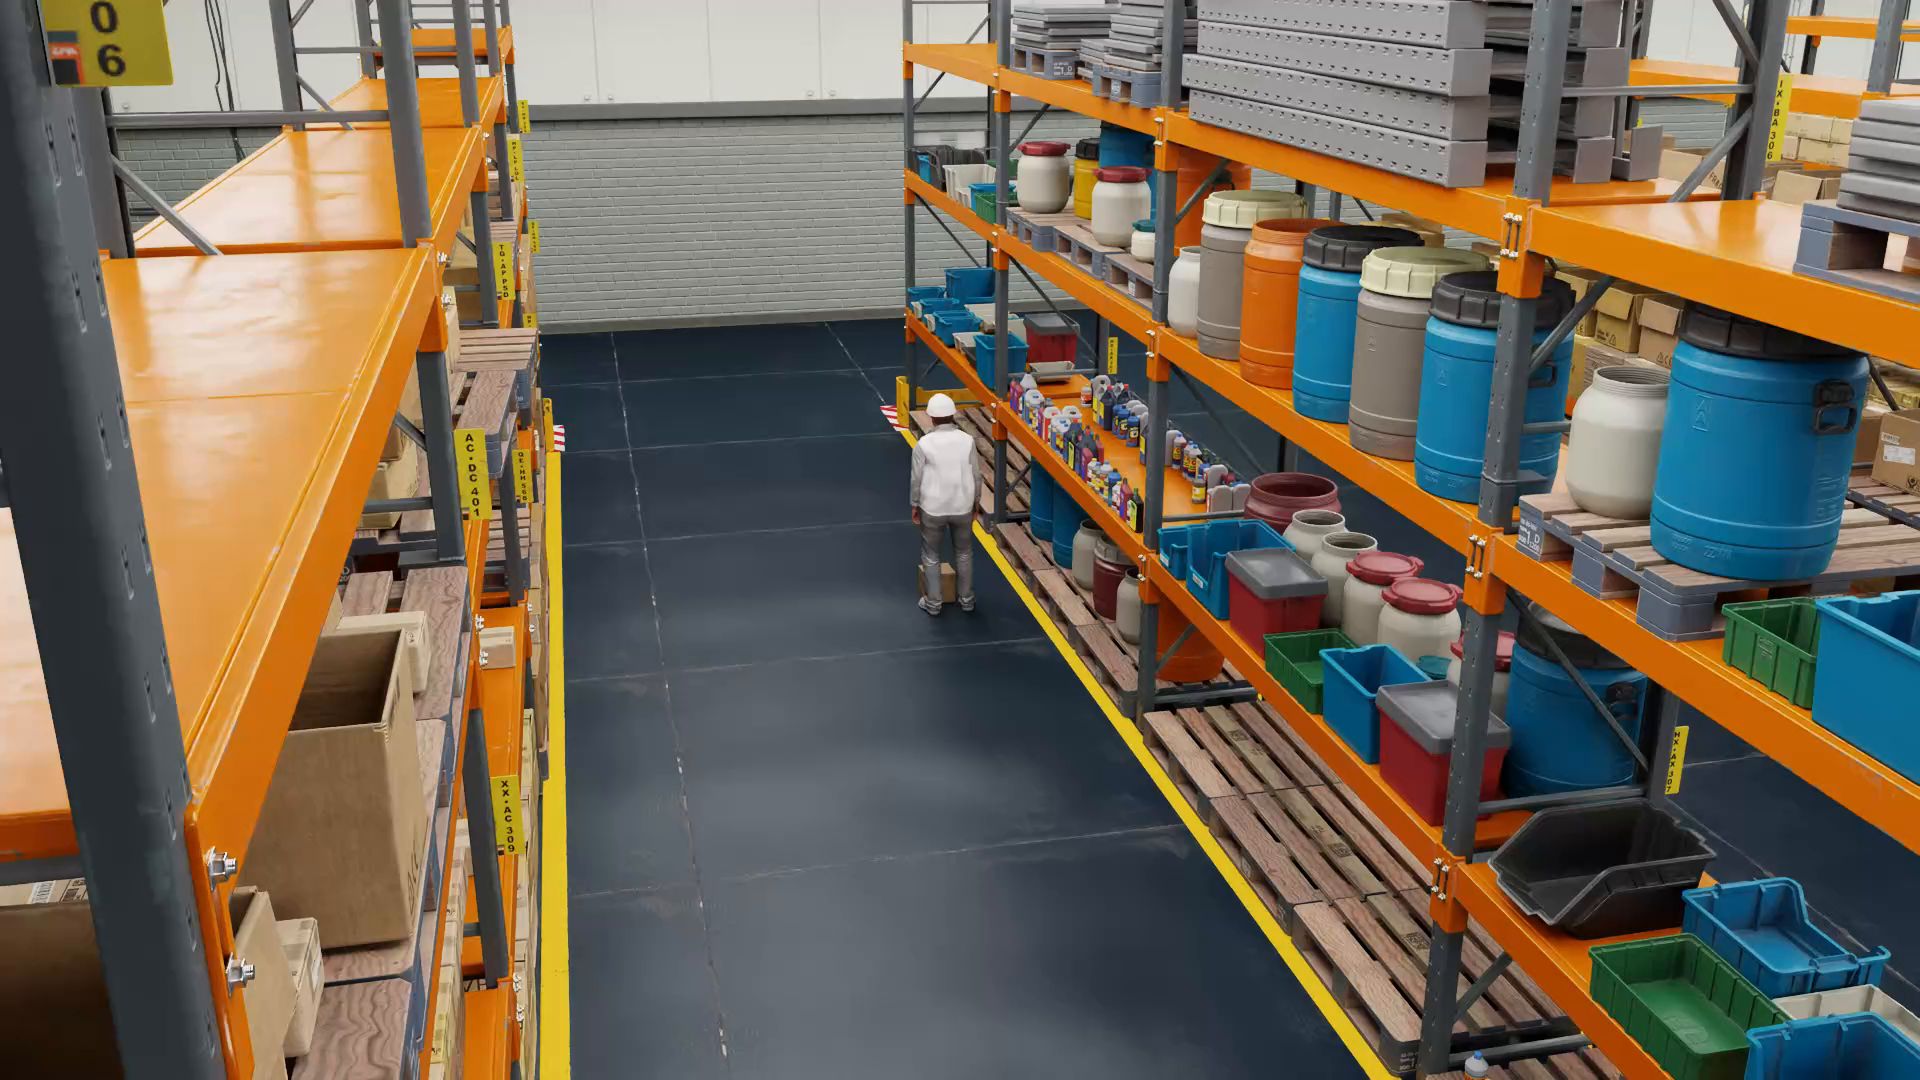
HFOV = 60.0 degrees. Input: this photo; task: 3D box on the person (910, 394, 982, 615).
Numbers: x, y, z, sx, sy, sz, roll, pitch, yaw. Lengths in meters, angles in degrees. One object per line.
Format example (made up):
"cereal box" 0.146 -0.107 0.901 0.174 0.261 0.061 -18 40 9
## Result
"person" -0.114 -0.276 13.129 0.578 1.767 0.463 -5 20 -13
